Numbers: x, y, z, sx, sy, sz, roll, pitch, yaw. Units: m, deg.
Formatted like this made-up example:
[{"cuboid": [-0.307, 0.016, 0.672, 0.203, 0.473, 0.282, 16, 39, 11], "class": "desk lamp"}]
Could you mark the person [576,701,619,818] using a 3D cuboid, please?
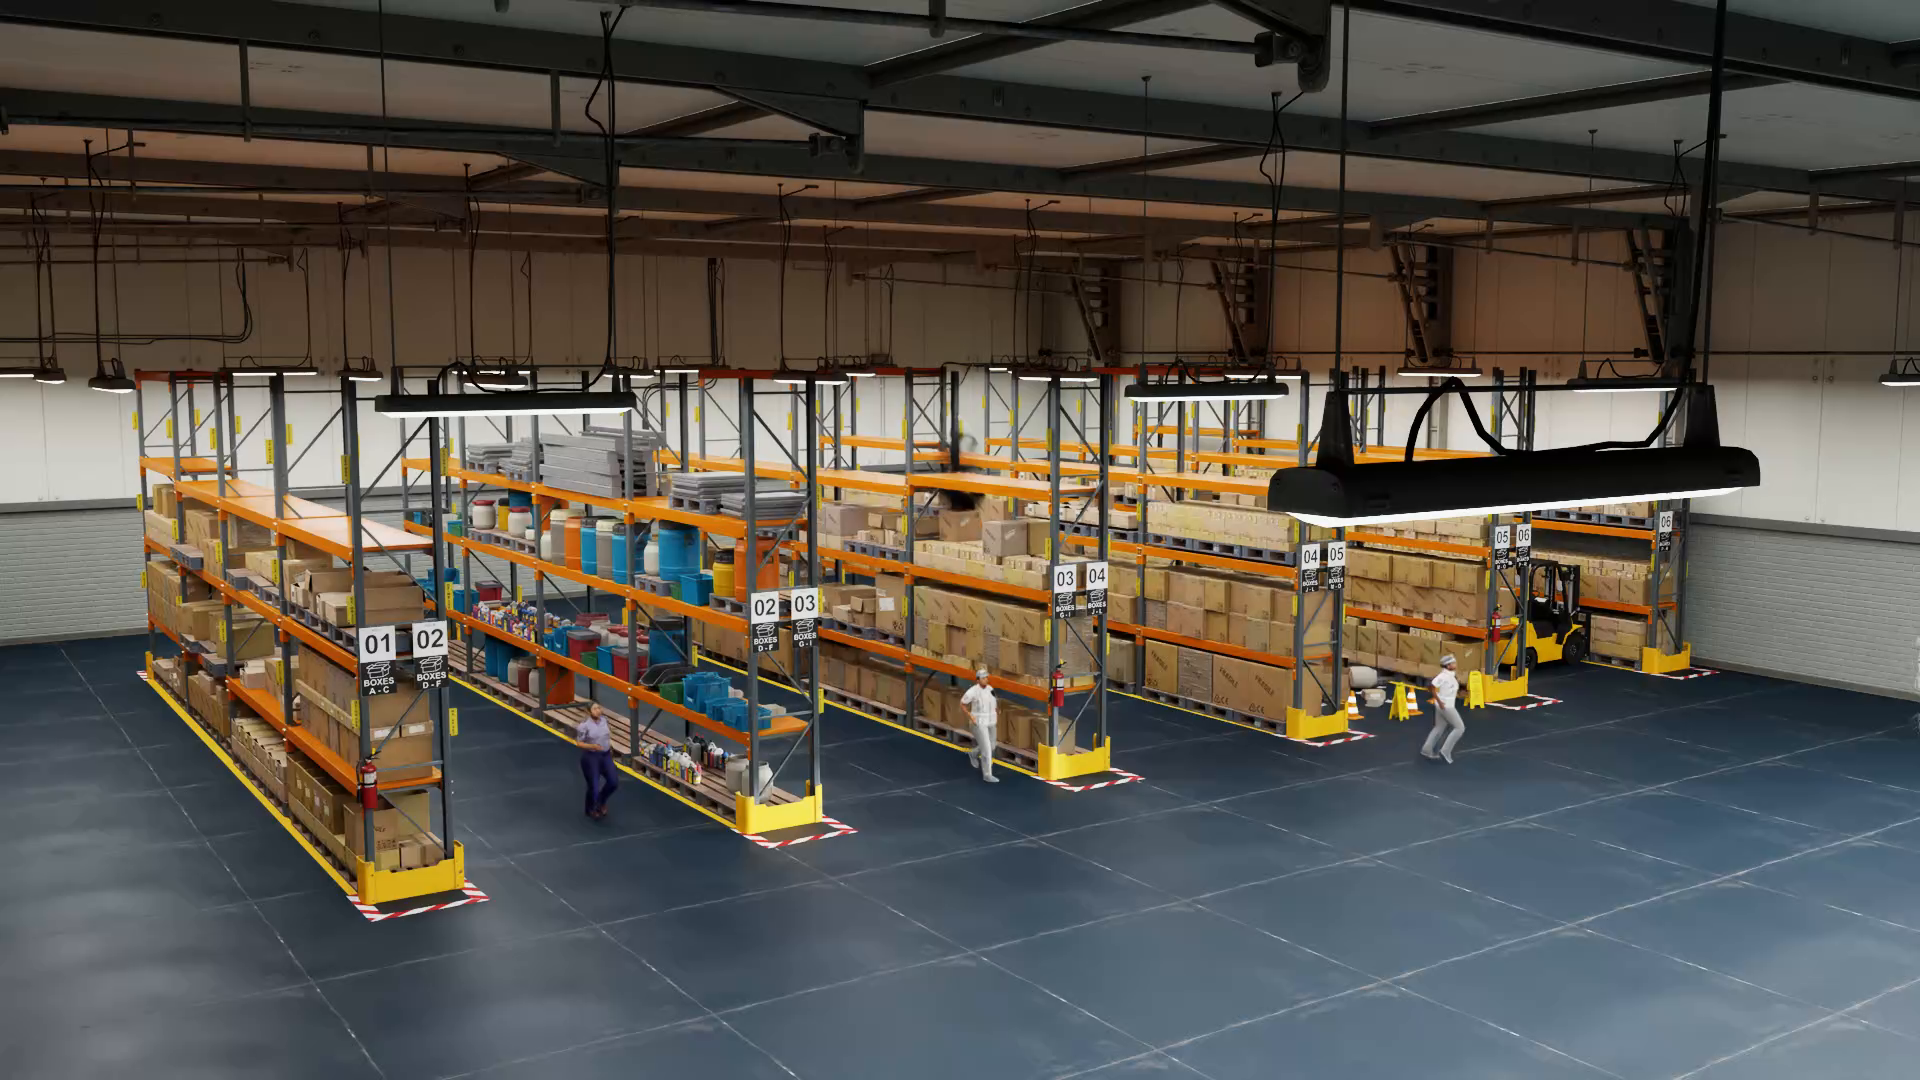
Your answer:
[{"cuboid": [-4.884, 2.988, 22.525, 0.591, 1.618, 0.576, -6, 9, -43], "class": "person"}]

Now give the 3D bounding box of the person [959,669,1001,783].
[{"cuboid": [0.326, 2.731, 24.710, 0.620, 1.635, 0.824, -5, 8, -38], "class": "person"}]

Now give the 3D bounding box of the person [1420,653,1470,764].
[{"cuboid": [7.512, 2.598, 25.733, 0.706, 1.724, 0.552, 2, 7, 17], "class": "person"}]
